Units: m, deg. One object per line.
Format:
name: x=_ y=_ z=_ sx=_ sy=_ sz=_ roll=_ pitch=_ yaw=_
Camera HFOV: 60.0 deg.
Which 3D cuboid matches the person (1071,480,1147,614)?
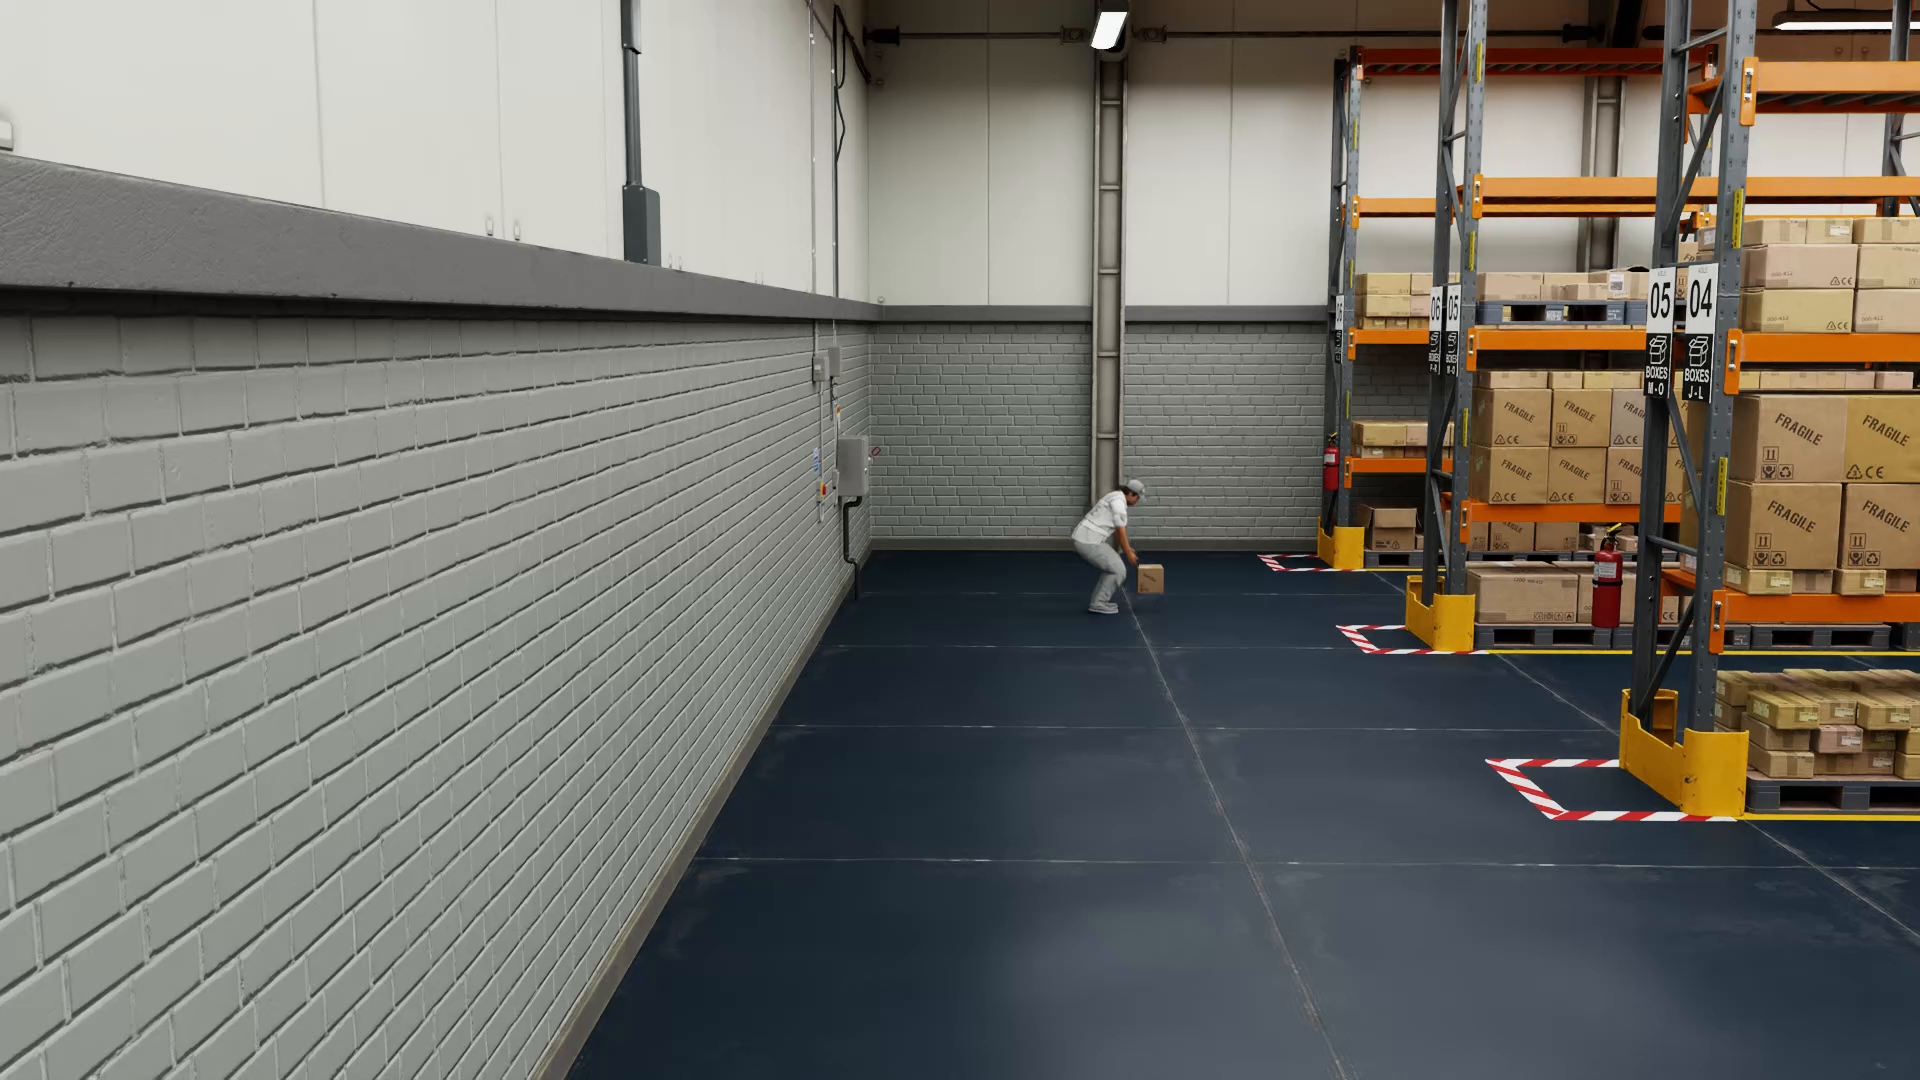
person: x=1.498 y=0.055 z=16.714 sx=0.758 sy=1.324 sz=0.538 roll=0 pitch=7 yaw=1
